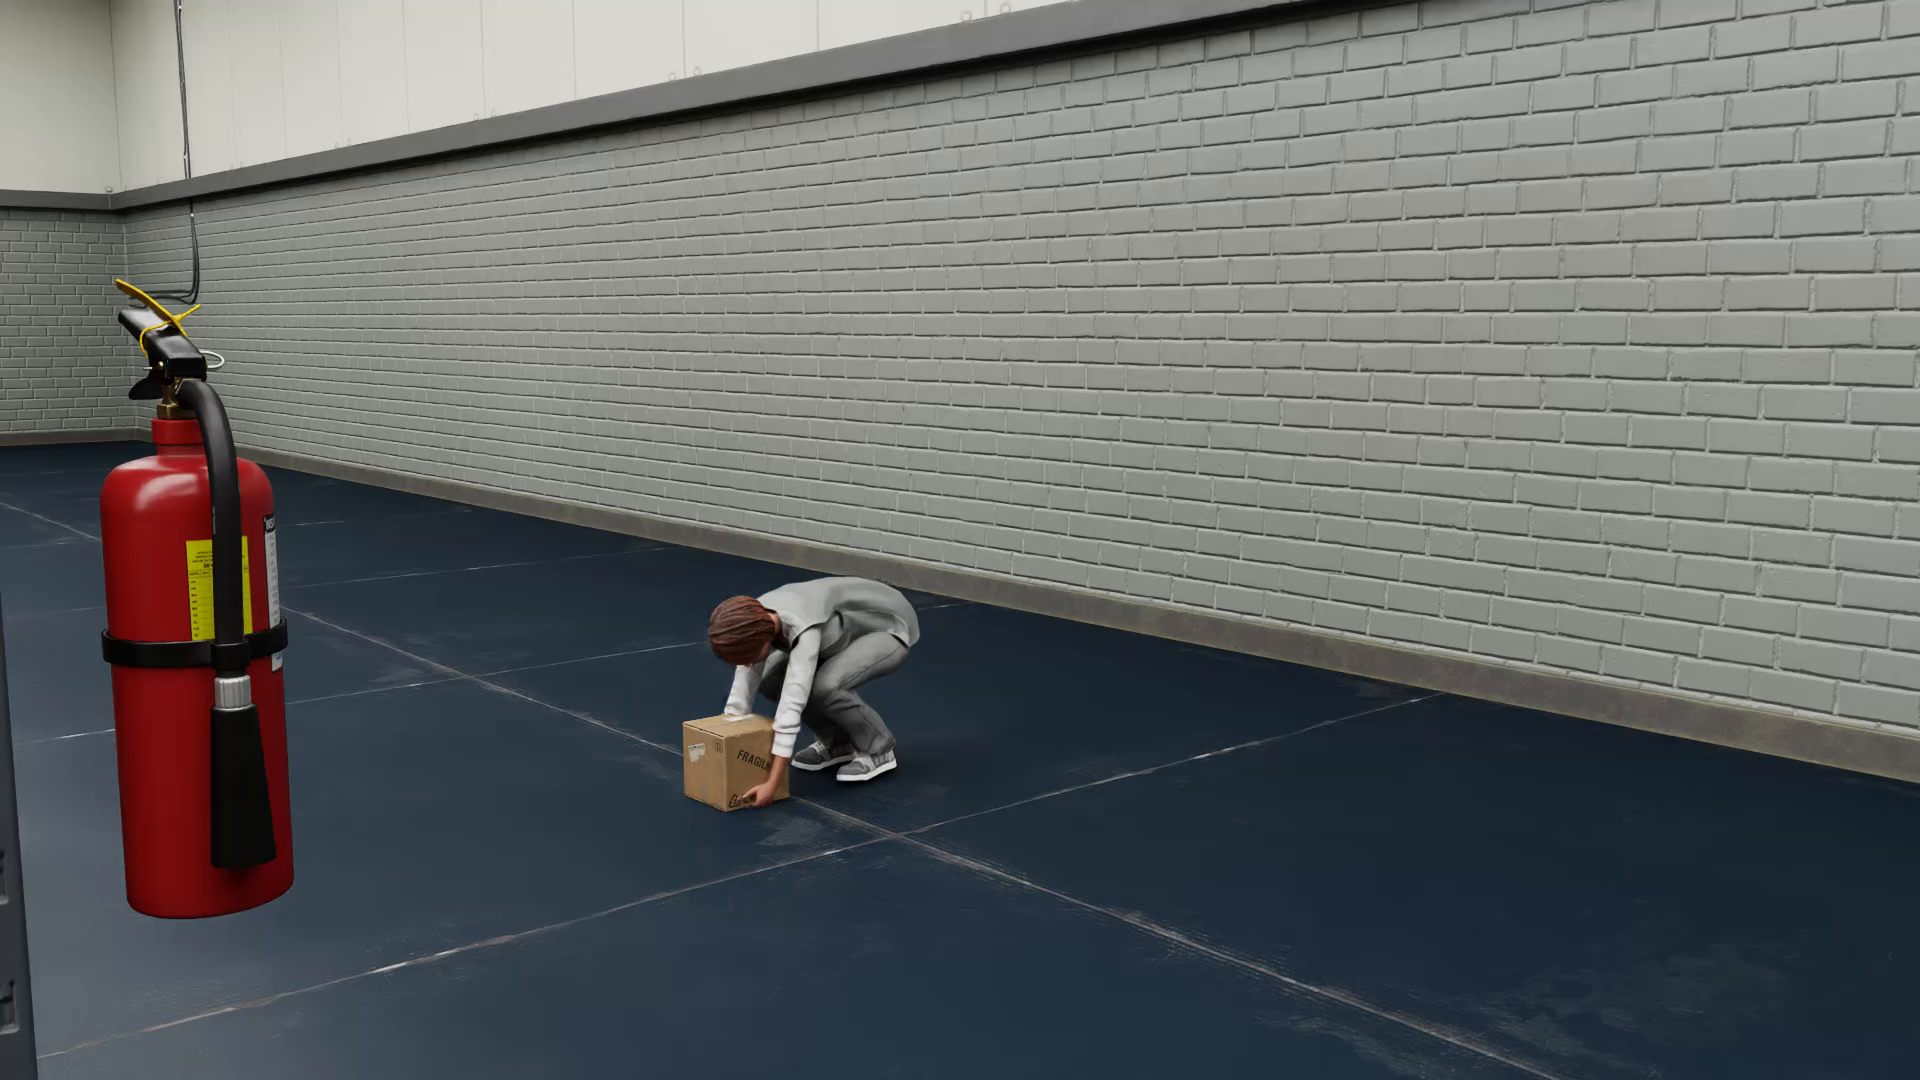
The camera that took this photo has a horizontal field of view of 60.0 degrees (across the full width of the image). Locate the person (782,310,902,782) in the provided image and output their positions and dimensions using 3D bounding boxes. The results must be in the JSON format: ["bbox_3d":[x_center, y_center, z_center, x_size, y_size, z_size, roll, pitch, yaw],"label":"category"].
[{"bbox_3d":[-0.439,0.034,5.656,0.504,1.584,0.375,-7,10,-42],"label":"person"}]
